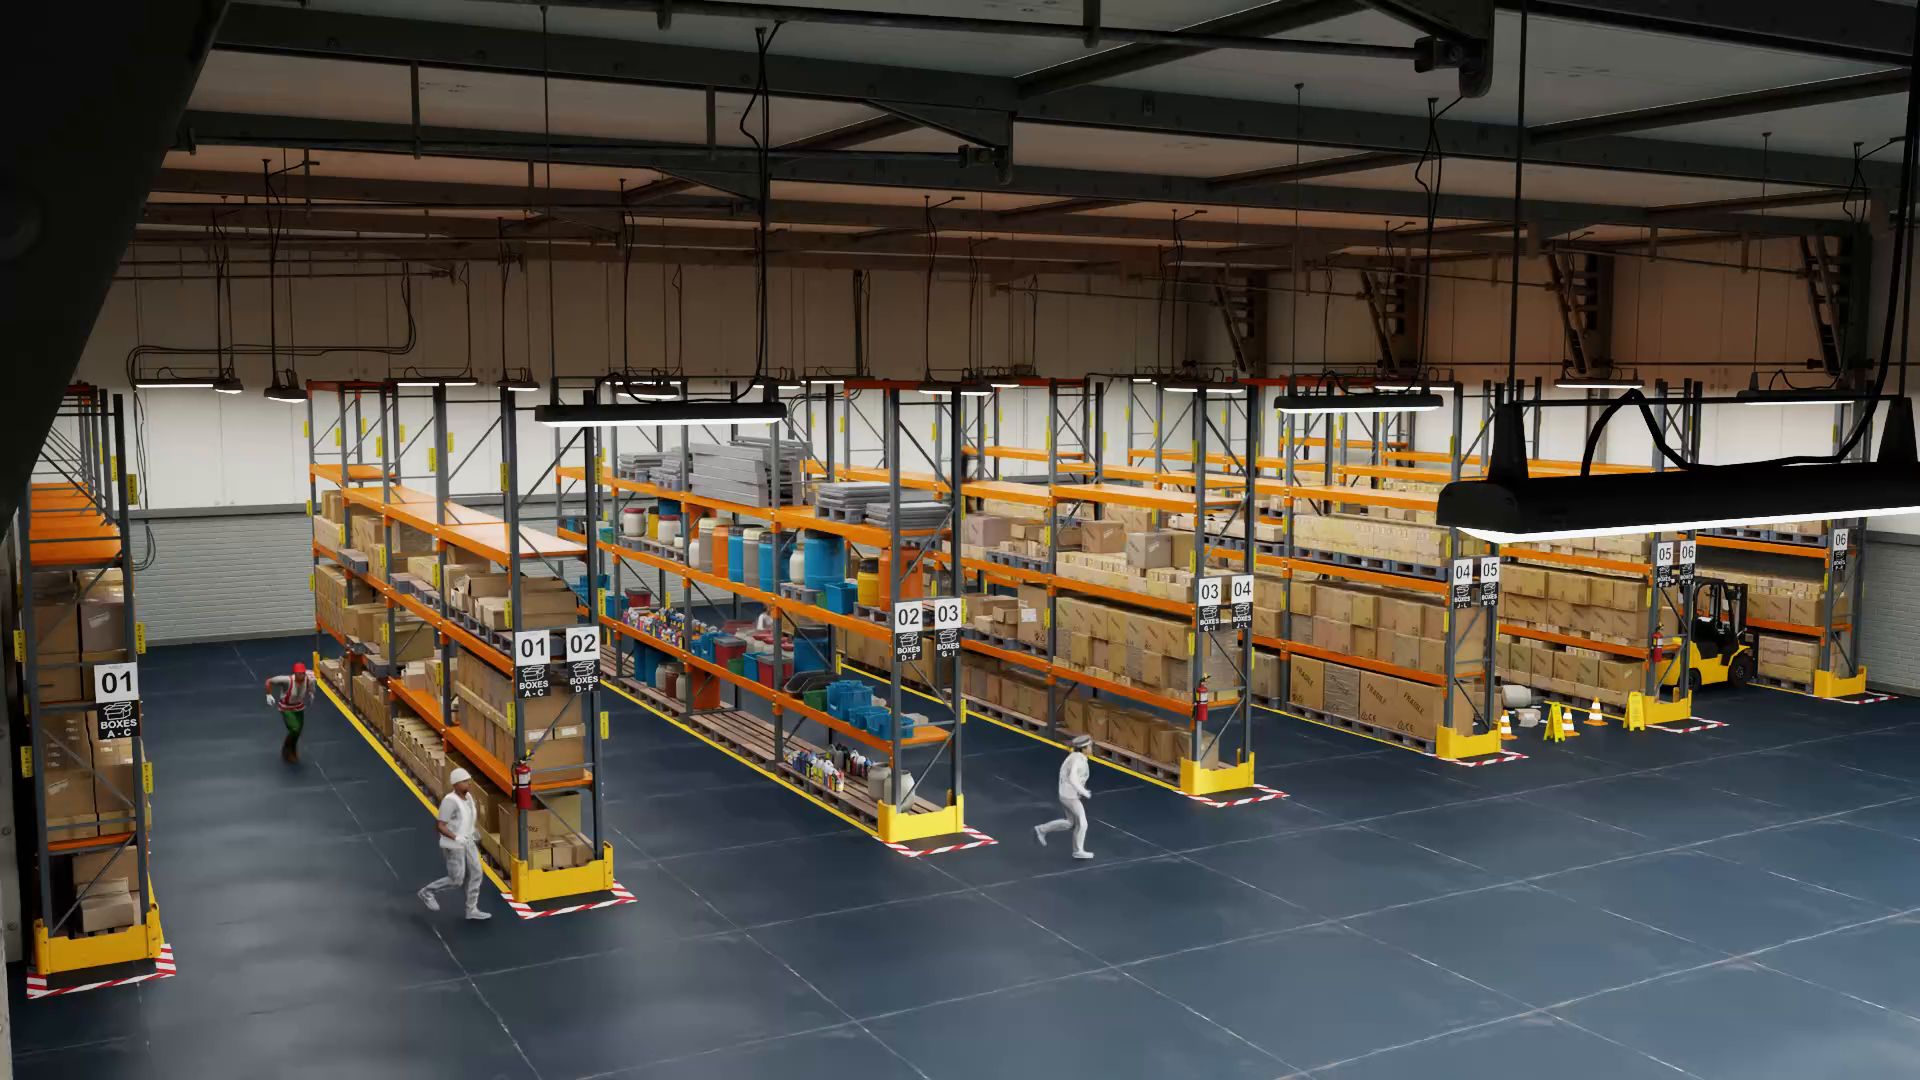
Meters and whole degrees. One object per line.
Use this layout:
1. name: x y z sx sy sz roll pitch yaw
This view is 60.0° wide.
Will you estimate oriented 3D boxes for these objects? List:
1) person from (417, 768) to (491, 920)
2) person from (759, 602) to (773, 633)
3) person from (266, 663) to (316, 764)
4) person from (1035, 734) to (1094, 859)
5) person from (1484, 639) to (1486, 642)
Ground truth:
1. person: -5.762 3.457 18.903 0.848 1.750 0.698 1 6 11
2. person: -3.707 1.930 31.852 0.486 1.558 0.861 -5 8 -39
3. person: -10.578 2.727 26.298 0.714 1.651 0.965 -6 8 -44
4. person: 1.330 3.281 21.170 0.761 1.646 0.602 0 6 5
5. person: 11.054 1.652 35.920 0.575 1.576 0.732 -4 7 -34
